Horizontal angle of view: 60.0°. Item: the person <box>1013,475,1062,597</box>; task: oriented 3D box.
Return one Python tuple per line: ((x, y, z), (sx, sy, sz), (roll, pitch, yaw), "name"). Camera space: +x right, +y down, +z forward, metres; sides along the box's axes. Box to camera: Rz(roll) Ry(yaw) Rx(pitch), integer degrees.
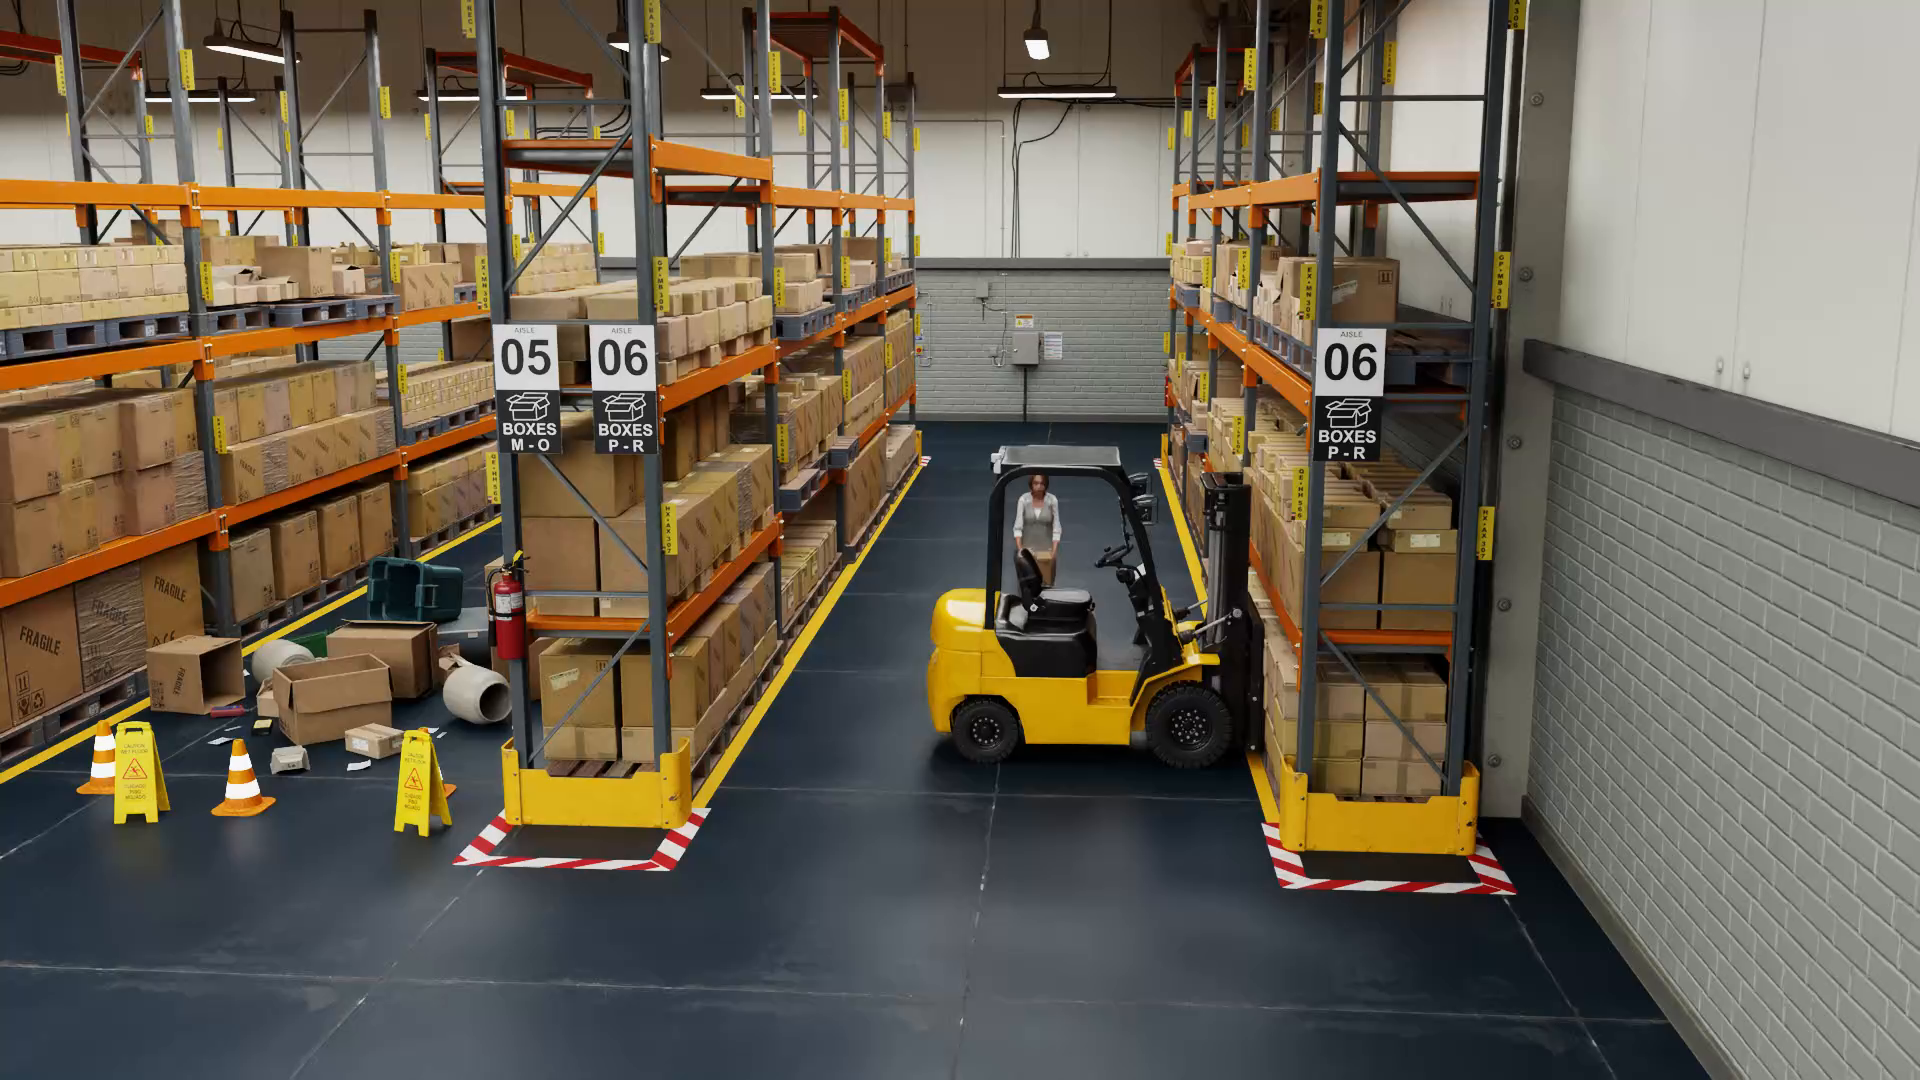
((0.705, 0.145, 15.187), (0.444, 1.602, 0.384), (1, 11, 3), "person")
